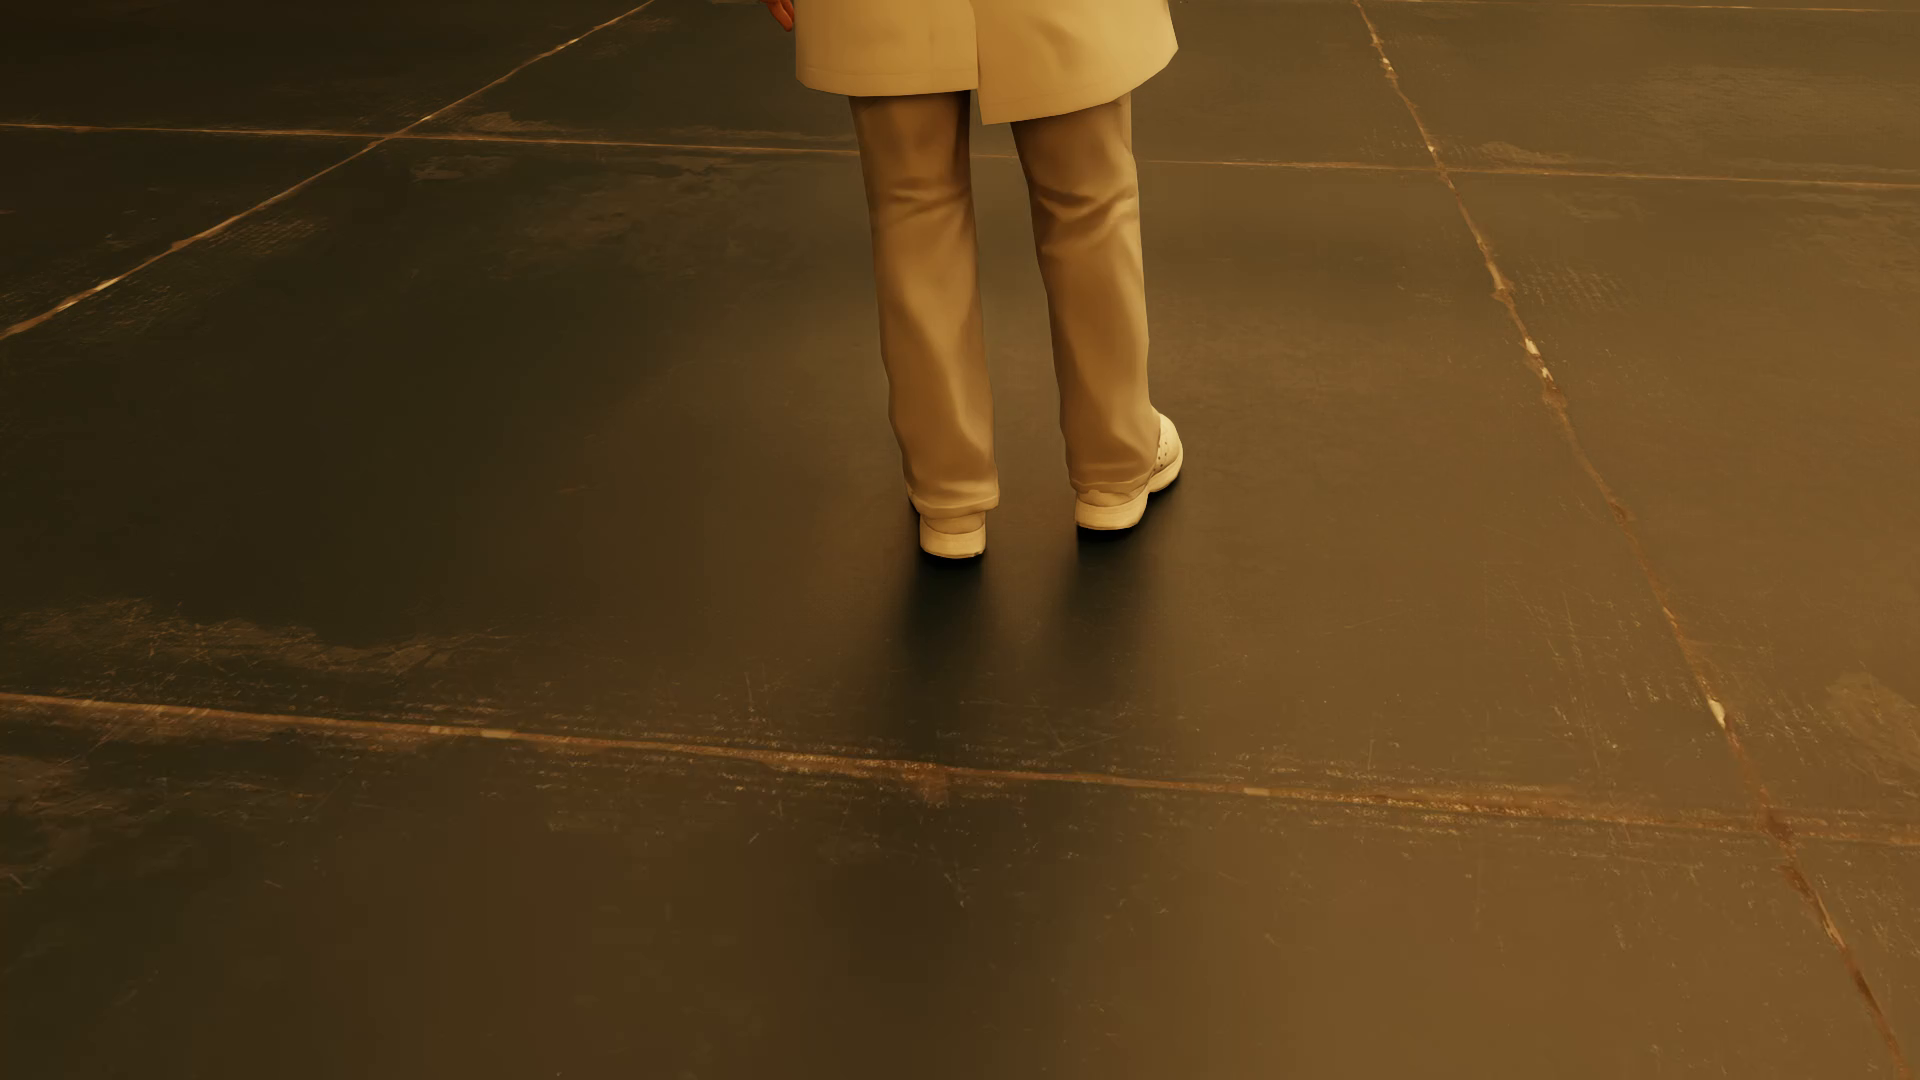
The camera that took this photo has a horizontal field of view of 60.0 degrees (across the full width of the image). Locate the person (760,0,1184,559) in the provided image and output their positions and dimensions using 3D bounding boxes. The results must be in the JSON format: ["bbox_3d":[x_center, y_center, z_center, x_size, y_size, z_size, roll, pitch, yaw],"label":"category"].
[{"bbox_3d":[0.032,-0.840,2.178,0.665,1.775,0.581,3,27,7],"label":"person"}]
